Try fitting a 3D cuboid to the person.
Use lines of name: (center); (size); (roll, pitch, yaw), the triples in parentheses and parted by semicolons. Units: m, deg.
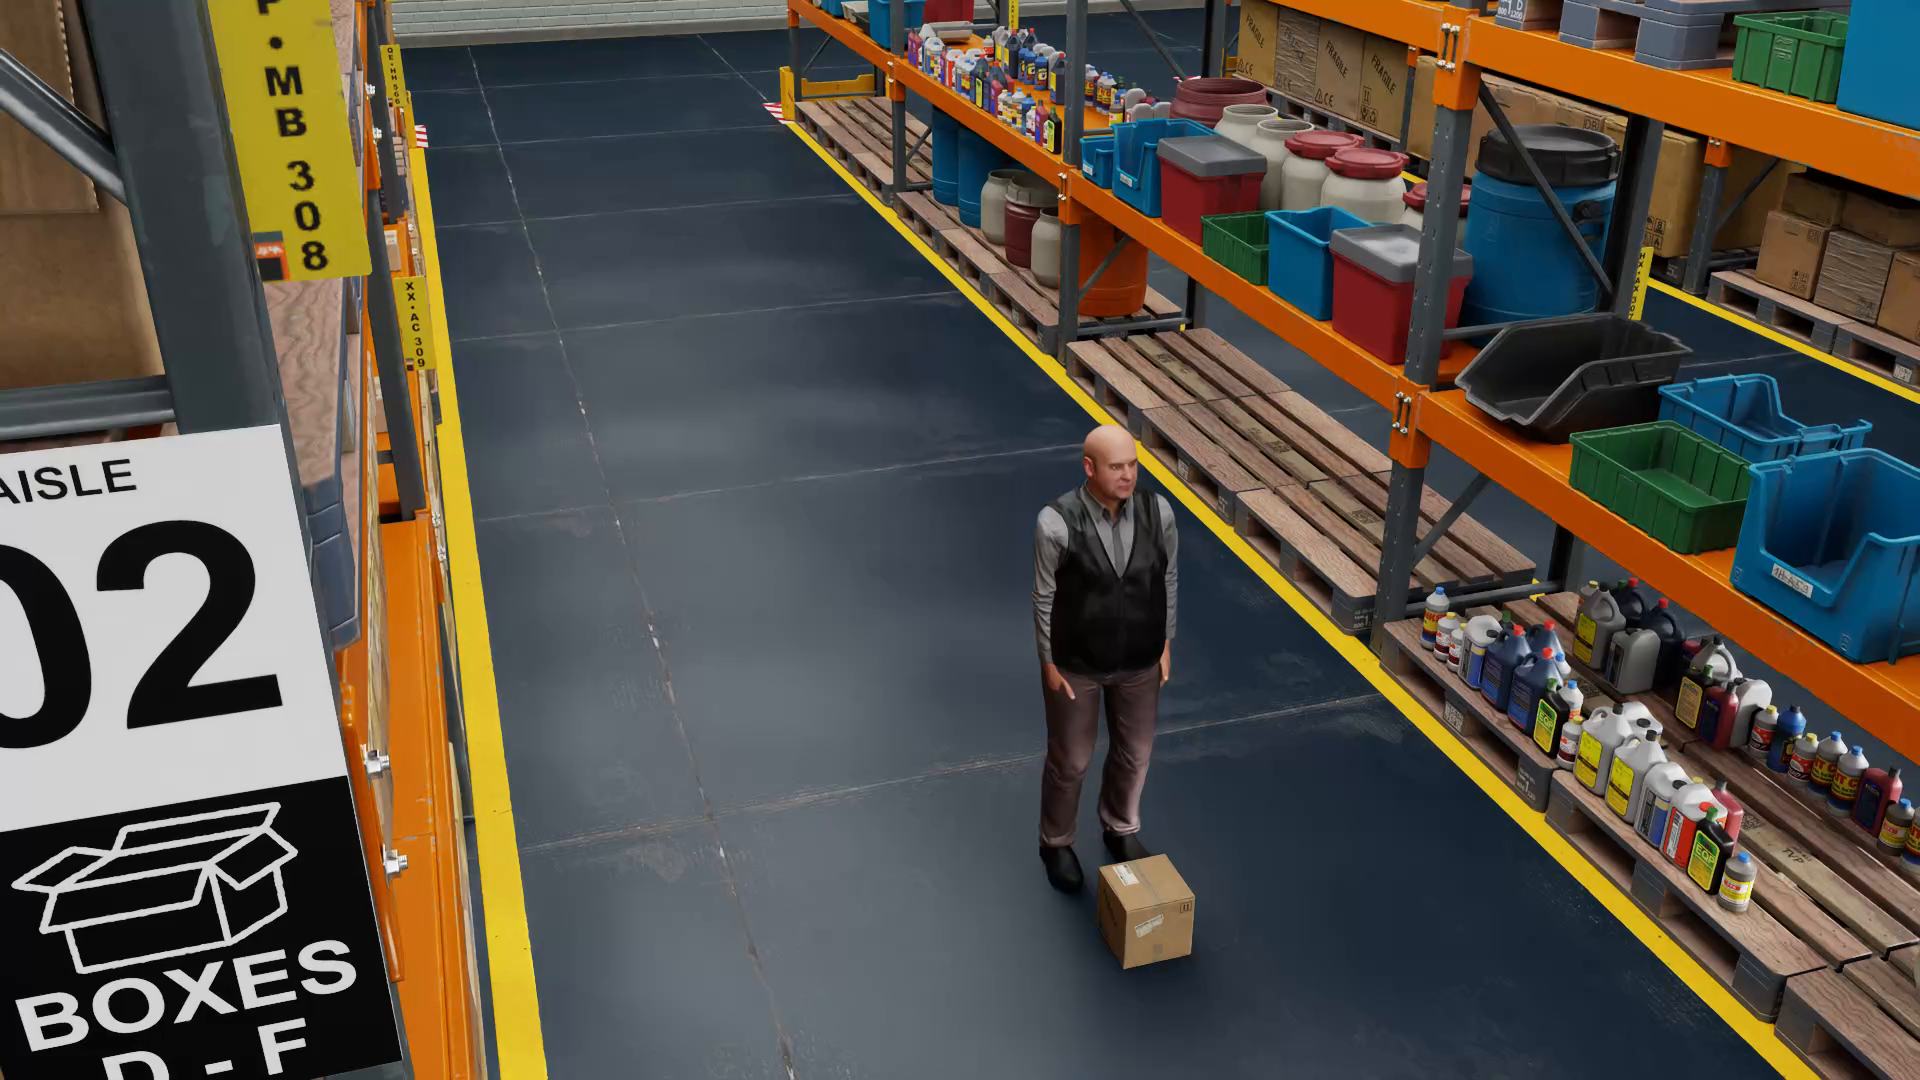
person: (0.510, 0.416, 5.805); (0.532, 1.722, 0.358); (-7, 27, -15)
